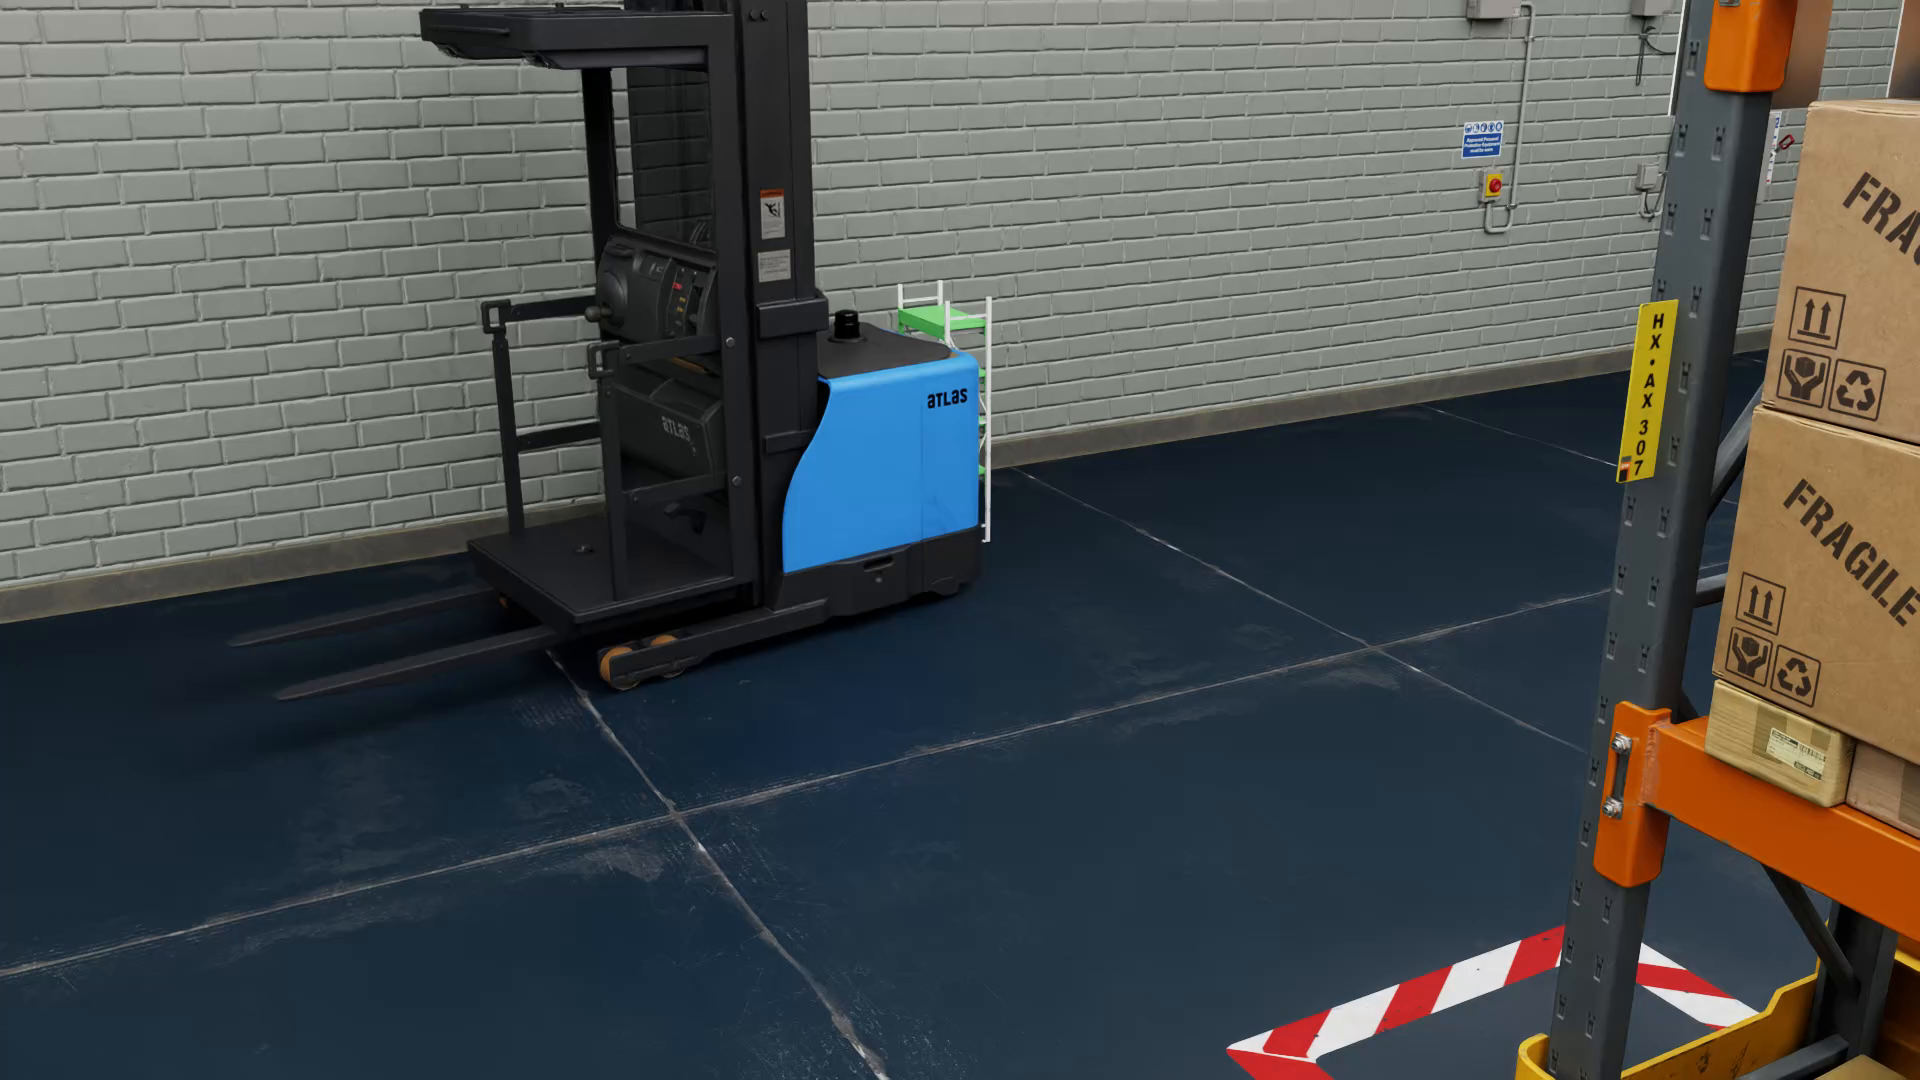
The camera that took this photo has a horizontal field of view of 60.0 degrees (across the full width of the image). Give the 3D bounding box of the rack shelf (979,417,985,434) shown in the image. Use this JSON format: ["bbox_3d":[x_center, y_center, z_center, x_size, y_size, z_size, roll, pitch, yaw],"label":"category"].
[{"bbox_3d":[-0.079,-0.554,8.094,0.258,0.148,0.480,-10,21,-27],"label":"rack shelf"}]

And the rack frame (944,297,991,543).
[{"bbox_3d":[0.037,-0.545,7.870,0.240,1.200,0.015,-10,21,-27],"label":"rack frame"}]

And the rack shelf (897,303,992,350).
[{"bbox_3d":[-0.079,-1.008,7.938,0.258,0.148,0.480,-10,21,-27],"label":"rack shelf"}]

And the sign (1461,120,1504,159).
[{"bbox_3d":[3.246,-2.488,10.328,0.327,0.218,0.001,-10,21,-27],"label":"sign"}]

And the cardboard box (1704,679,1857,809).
[{"bbox_3d":[1.573,0.324,2.980,0.380,0.149,0.250,-10,21,-27],"label":"cardboard box"}]

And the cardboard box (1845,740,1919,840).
[{"bbox_3d":[1.730,0.390,2.787,0.380,0.149,0.250,-9,21,-25],"label":"cardboard box"}]

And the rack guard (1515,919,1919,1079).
[{"bbox_3d":[1.743,1.264,3.700,1.175,0.500,0.348,-10,21,-27],"label":"rack guard"}]

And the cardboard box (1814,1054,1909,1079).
[{"bbox_3d":[1.657,1.132,3.067,0.380,0.149,0.250,-11,22,-29],"label":"cardboard box"}]

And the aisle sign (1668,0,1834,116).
[{"bbox_3d":[1.409,-1.142,2.858,0.394,0.787,0.004,-10,21,-27],"label":"aisle sign"}]

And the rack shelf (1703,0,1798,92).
[{"bbox_3d":[2.657,-0.443,1.320,1.077,0.370,4.000,-10,21,-27],"label":"rack shelf"}]

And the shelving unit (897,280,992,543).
[{"bbox_3d":[-0.079,-0.615,8.073,0.258,1.200,0.503,-10,21,-27],"label":"shelving unit"}]

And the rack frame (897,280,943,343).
[{"bbox_3d":[-0.194,-0.685,8.276,0.240,1.200,0.015,-10,21,-27],"label":"rack frame"}]

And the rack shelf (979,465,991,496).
[{"bbox_3d":[-0.079,-0.327,8.173,0.258,0.148,0.480,-10,21,-27],"label":"rack shelf"}]

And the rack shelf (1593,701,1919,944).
[{"bbox_3d":[2.657,0.975,1.809,1.077,0.370,4.000,-10,21,-27],"label":"rack shelf"}]

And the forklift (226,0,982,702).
[{"bbox_3d":[-1.384,-0.998,6.531,3.031,2.935,1.130,-14,23,-35],"label":"forklift"}]

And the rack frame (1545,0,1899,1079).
[{"bbox_3d":[1.704,0.062,3.354,0.949,2.616,0.053,-10,21,-27],"label":"rack frame"}]

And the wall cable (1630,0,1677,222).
[{"bbox_3d":[4.560,-3.053,10.823,0.588,1.984,0.122,-10,21,-27],"label":"wall cable"}]

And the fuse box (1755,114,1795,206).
[{"bbox_3d":[5.235,-2.024,11.374,0.539,1.711,0.414,-10,21,-27],"label":"fuse box"}]

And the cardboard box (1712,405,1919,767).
[{"bbox_3d":[1.677,0.045,2.794,0.500,0.500,0.500,-9,21,-24],"label":"cardboard box"}]

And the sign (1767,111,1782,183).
[{"bbox_3d":[5.572,-2.724,11.574,0.329,0.494,0.001,-10,21,-27],"label":"sign"}]

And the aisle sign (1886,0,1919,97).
[{"bbox_3d":[1.937,-1.235,3.127,0.394,0.787,0.004,-10,21,-27],"label":"aisle sign"}]

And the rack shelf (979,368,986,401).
[{"bbox_3d":[-0.079,-0.781,8.016,0.258,0.148,0.480,-10,21,-27],"label":"rack shelf"}]

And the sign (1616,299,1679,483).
[{"bbox_3d":[1.230,-0.264,2.971,0.100,0.325,0.005,-10,21,-27],"label":"sign"}]

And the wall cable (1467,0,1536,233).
[{"bbox_3d":[3.318,-2.845,10.172,0.585,1.953,0.123,-10,21,-27],"label":"wall cable"}]

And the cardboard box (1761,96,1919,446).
[{"bbox_3d":[1.687,-0.430,2.635,0.500,0.500,0.500,-10,21,-27],"label":"cardboard box"}]
